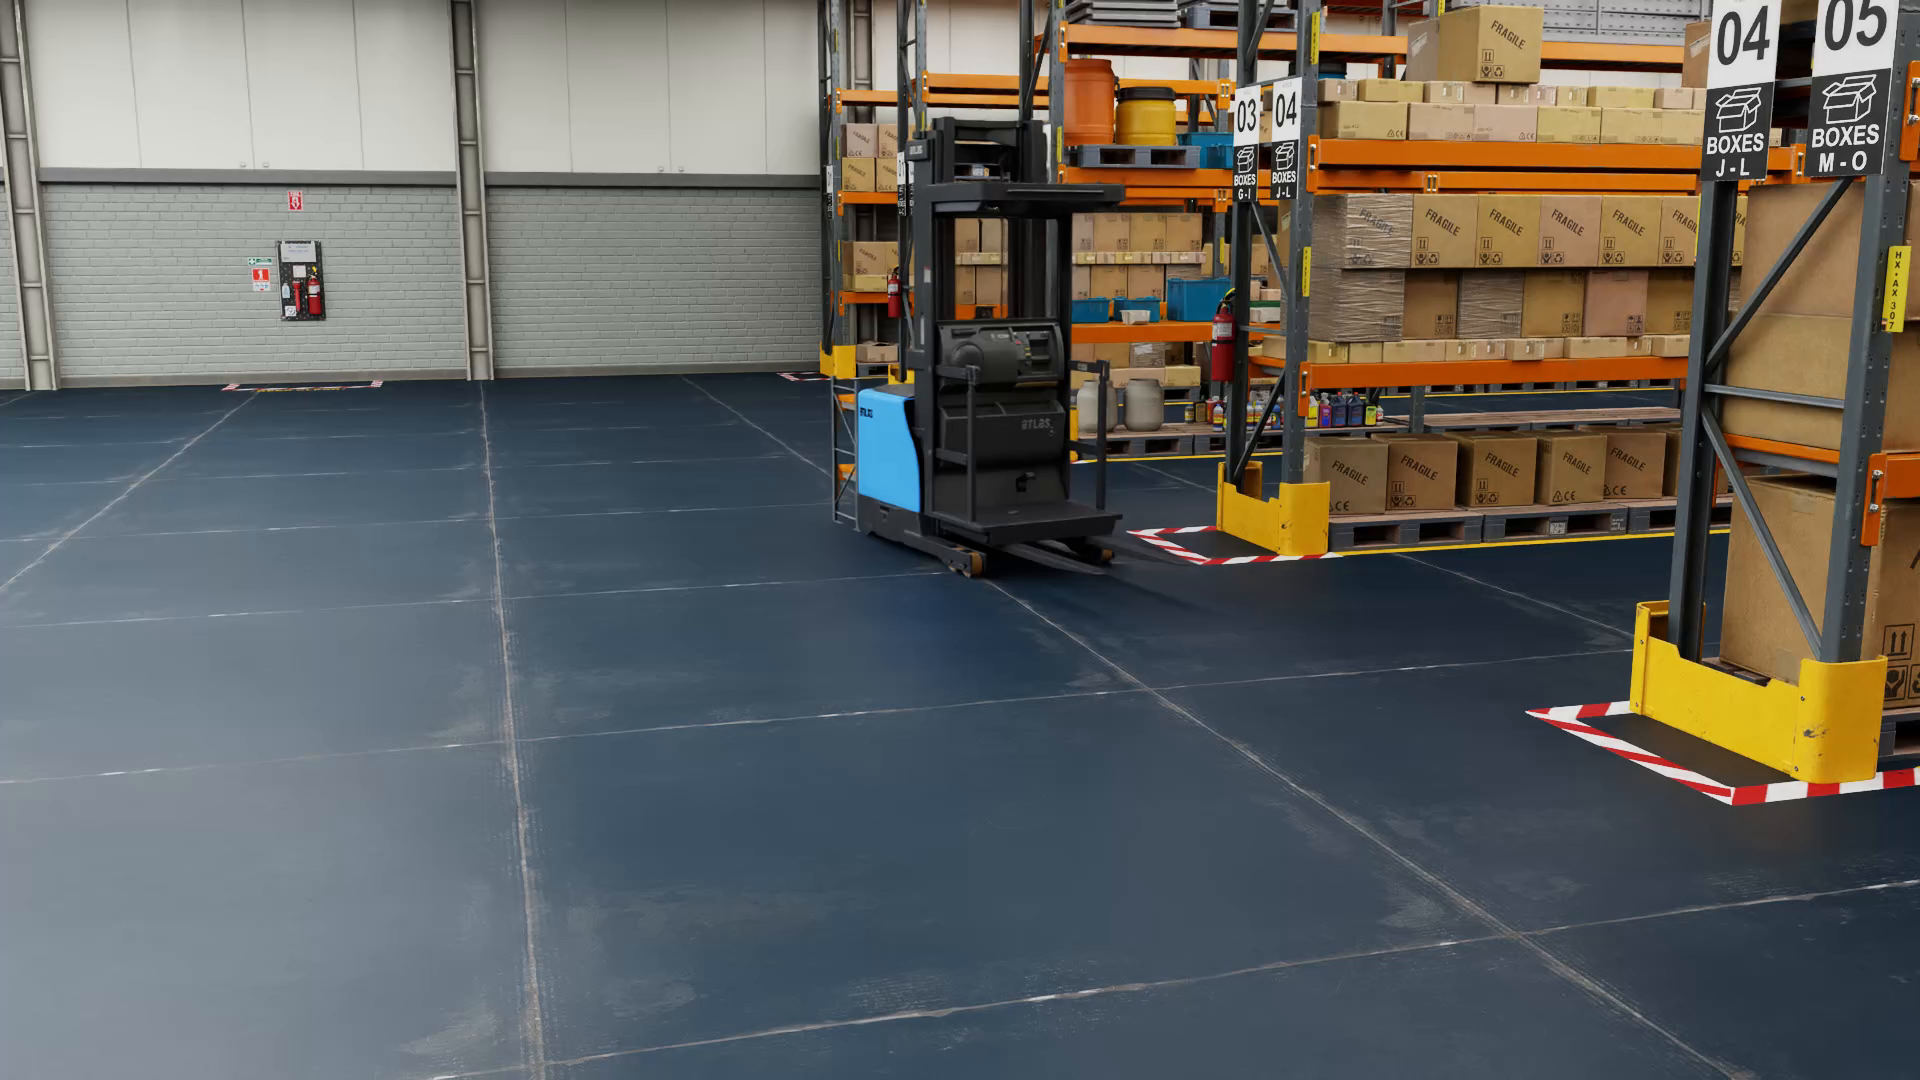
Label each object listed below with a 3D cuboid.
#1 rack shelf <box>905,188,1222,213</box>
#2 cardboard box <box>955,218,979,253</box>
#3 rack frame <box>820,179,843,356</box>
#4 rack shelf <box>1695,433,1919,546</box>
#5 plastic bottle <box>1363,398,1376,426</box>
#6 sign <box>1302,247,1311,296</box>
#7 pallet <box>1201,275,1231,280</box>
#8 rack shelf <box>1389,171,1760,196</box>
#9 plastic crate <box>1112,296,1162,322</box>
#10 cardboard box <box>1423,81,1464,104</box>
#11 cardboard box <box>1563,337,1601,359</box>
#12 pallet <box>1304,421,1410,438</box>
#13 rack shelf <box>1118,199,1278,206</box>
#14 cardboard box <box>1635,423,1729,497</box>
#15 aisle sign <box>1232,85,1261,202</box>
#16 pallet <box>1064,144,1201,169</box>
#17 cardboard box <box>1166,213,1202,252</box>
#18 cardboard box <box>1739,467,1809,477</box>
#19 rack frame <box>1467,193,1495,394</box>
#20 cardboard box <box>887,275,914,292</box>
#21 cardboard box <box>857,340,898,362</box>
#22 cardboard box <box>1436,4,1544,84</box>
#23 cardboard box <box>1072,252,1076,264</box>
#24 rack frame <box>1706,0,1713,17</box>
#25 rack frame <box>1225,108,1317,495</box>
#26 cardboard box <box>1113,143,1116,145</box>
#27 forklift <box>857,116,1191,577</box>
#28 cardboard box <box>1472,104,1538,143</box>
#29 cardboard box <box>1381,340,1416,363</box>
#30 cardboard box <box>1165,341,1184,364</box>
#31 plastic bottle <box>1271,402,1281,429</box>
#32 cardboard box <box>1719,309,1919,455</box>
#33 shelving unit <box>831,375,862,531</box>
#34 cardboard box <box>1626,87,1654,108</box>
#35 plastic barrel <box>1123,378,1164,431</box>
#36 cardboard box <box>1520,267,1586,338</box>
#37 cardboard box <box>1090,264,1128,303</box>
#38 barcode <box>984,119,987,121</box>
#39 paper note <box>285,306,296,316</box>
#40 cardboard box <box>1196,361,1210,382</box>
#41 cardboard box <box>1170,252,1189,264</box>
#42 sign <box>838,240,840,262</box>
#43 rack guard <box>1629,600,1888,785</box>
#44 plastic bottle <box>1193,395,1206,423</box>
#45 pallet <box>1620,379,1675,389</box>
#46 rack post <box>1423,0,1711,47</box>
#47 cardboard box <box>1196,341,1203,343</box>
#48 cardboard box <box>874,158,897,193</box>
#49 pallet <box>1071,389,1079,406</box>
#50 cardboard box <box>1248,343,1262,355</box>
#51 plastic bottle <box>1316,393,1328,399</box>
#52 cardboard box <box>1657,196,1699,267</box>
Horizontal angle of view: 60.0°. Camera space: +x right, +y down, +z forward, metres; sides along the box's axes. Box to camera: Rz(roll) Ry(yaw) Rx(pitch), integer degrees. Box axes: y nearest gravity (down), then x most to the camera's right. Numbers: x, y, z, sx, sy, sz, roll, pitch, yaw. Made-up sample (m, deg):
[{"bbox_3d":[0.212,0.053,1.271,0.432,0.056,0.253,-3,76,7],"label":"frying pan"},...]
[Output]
[{"bbox_3d":[1.321,-4.411,21.425,4.000,0.370,1.077,-3,11,-16],"label":"rack shelf"},{"bbox_3d":[-0.097,-3.900,21.086,0.500,0.500,0.700,-3,11,-16],"label":"cardboard box"},{"bbox_3d":[-1.987,-4.049,25.758,0.127,3.000,1.000,-3,11,-16],"label":"rack frame"},{"bbox_3d":[5.376,-0.346,7.629,4.000,0.370,1.077,-3,11,-16],"label":"rack shelf"},{"bbox_3d":[4.252,-1.328,17.265,0.133,0.283,0.061,-2,11,-13],"label":"plastic bottle"},{"bbox_3d":[2.318,-1.798,11.135,0.005,0.325,0.100,-3,11,-16],"label":"sign"},{"bbox_3d":[3.805,-4.253,27.391,1.213,0.211,1.003,-3,11,-16],"label":"pallet"},{"bbox_3d":[6.542,-3.752,17.846,4.000,0.370,1.077,-3,11,-16],"label":"rack shelf"},{"bbox_3d":[1.804,-2.363,17.010,0.408,0.251,0.499,-3,11,-16],"label":"plastic crate"},{"bbox_3d":[3.261,-3.069,11.462,0.250,0.149,0.380,-3,11,-14],"label":"cardboard box"},{"bbox_3d":[4.438,-1.410,12.113,0.250,0.149,0.380,-3,11,-16],"label":"cardboard box"},{"bbox_3d":[3.966,-1.131,17.610,1.213,0.211,1.003,-3,11,-16],"label":"pallet"},{"bbox_3d":[3.773,-5.474,27.201,4.000,0.370,1.077,-3,11,-16],"label":"rack shelf"},{"bbox_3d":[5.611,-0.633,12.942,0.500,0.500,0.500,-3,11,-18],"label":"cardboard box"},{"bbox_3d":[2.023,-2.794,11.757,0.004,0.787,0.394,-3,11,-16],"label":"aisle sign"},{"bbox_3d":[1.603,-3.734,16.283,1.213,0.211,1.003,-3,11,-16],"label":"pallet"},{"bbox_3d":[2.817,-4.055,21.926,0.500,0.500,0.700,-3,11,-16],"label":"cardboard box"},{"bbox_3d":[6.602,-0.683,13.160,0.500,0.500,0.700,-4,11,-20],"label":"cardboard box"},{"bbox_3d":[7.082,-3.593,23.280,0.127,3.000,1.000,-3,11,-16],"label":"rack frame"},{"bbox_3d":[-0.936,-3.984,25.760,0.500,0.250,0.500,-3,11,-18],"label":"cardboard box"},{"bbox_3d":[-1.298,-2.963,26.067,0.500,0.311,0.500,-4,11,-22],"label":"cardboard box"},{"bbox_3d":[3.667,-3.411,11.526,0.500,0.500,0.500,-3,11,-16],"label":"cardboard box"},{"bbox_3d":[1.314,-3.617,21.340,0.250,0.149,0.380,-3,11,-15],"label":"cardboard box"},{"bbox_3d":[8.463,-5.682,18.059,0.127,3.000,1.000,-3,11,-16],"label":"rack frame"},{"bbox_3d":[2.166,-1.466,11.726,0.127,3.000,1.000,-3,11,-16],"label":"rack frame"},{"bbox_3d":[2.166,-5.091,21.829,0.500,0.311,0.500,-4,11,-19],"label":"cardboard box"},{"bbox_3d":[0.384,-1.293,10.974,1.130,2.935,3.031,-6,12,-28],"label":"forklift"},{"bbox_3d":[3.671,-2.899,11.636,0.500,0.250,0.500,-3,11,-16],"label":"cardboard box"},{"bbox_3d":[2.996,-1.335,11.707,0.250,0.149,0.380,-3,11,-16],"label":"cardboard box"},{"bbox_3d":[2.709,-2.645,22.492,0.500,0.500,0.500,-3,11,-16],"label":"cardboard box"},{"bbox_3d":[3.229,-1.272,16.992,0.097,0.271,0.097,0,10,0],"label":"plastic bottle"},{"bbox_3d":[3.799,-0.699,7.146,0.550,0.550,0.875,-3,11,-16],"label":"cardboard box"},{"bbox_3d":[-0.400,-0.699,12.738,1.048,1.125,0.538,-5,12,-26],"label":"shelving unit"},{"bbox_3d":[4.750,-3.155,11.930,0.250,0.149,0.380,-3,11,-14],"label":"cardboard box"},{"bbox_3d":[1.873,-1.382,16.981,0.421,0.512,0.421,0,10,0],"label":"plastic barrel"},{"bbox_3d":[4.124,-1.772,12.289,0.500,0.500,0.875,-3,11,-16],"label":"cardboard box"},{"bbox_3d":[1.830,-3.364,21.758,0.500,0.500,0.700,-3,11,-15],"label":"cardboard box"},{"bbox_3d":[0.398,-6.666,26.438,0.075,0.075,0.001,-3,11,-16],"label":"barcode"},{"bbox_3d":[-9.891,-3.383,24.571,0.142,0.148,0.016,-3,11,-16],"label":"paper note"},{"bbox_3d":[3.558,-2.317,22.779,0.500,0.250,0.500,-3,11,-16],"label":"cardboard box"},{"bbox_3d":[2.802,-3.696,21.770,0.250,0.149,0.380,-3,11,-17],"label":"cardboard box"},{"bbox_3d":[-1.836,-4.381,25.167,0.005,0.325,0.100,-3,11,-16],"label":"sign"},{"bbox_3d":[3.432,0.632,7.234,0.348,0.500,1.175,-3,11,-16],"label":"rack guard"},{"bbox_3d":[2.530,-1.386,17.577,0.133,0.283,0.061,-3,11,-15],"label":"plastic bottle"},{"bbox_3d":[10.152,-2.377,24.373,1.213,0.211,1.003,-3,11,-16],"label":"pallet"},{"bbox_3d":[6.489,-5.693,17.564,3.121,1.000,1.013,-3,11,-16],"label":"rack post"},{"bbox_3d":[4.021,-3.360,27.701,0.500,0.500,0.700,-3,11,-16],"label":"cardboard box"},{"bbox_3d":[-1.071,-5.578,25.445,0.500,0.500,0.500,-2,11,-12],"label":"cardboard box"},{"bbox_3d":[1.293,-1.924,21.915,1.213,0.211,1.003,-3,11,-16],"label":"pallet"},{"bbox_3d":[3.708,-2.499,22.219,0.500,0.311,0.500,-3,11,-16],"label":"cardboard box"},{"bbox_3d":[3.891,-1.445,17.921,0.135,0.276,0.152,-3,11,-14],"label":"plastic bottle"},{"bbox_3d":[5.172,-2.260,12.177,0.500,0.500,0.500,-3,11,-16],"label":"cardboard box"}]
